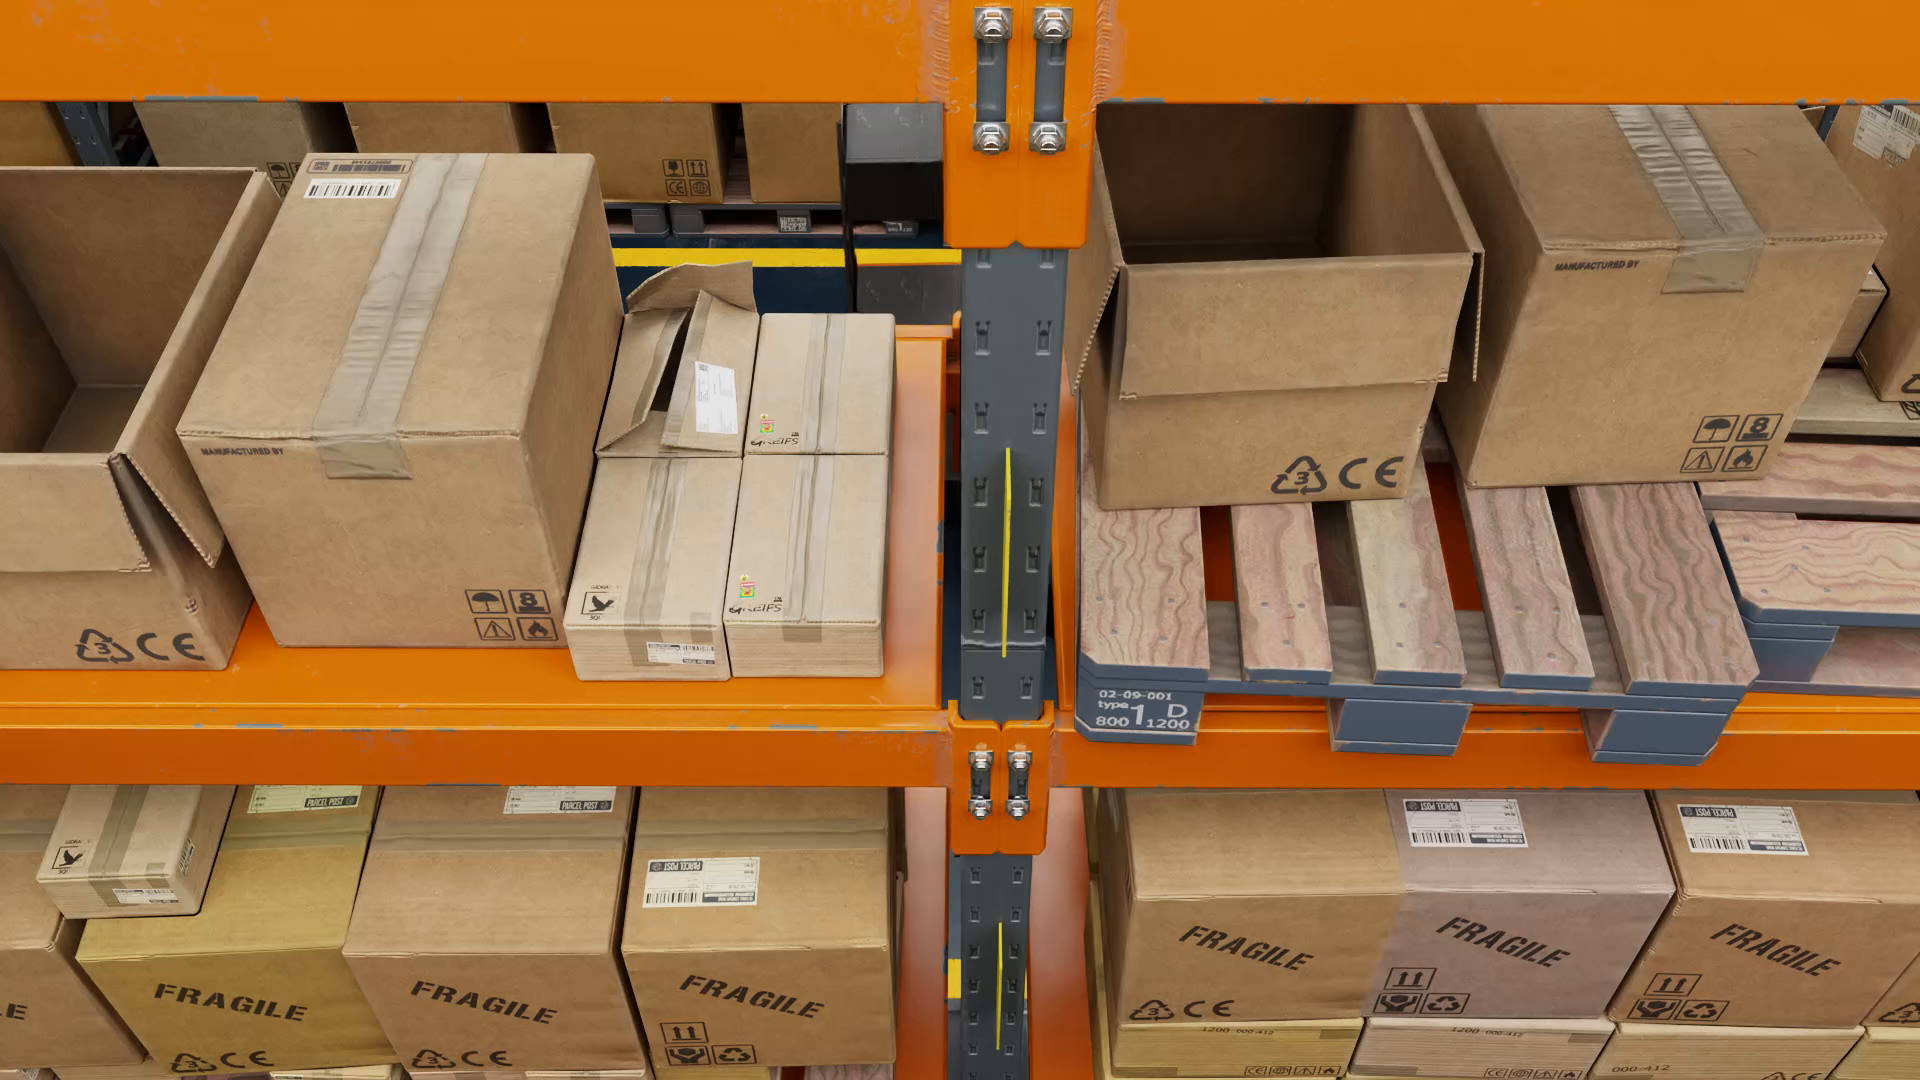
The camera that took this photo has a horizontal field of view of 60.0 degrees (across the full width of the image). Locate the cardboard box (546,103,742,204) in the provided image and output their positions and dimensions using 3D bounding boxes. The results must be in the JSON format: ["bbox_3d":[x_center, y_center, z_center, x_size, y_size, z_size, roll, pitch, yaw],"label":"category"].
[{"bbox_3d":[-1.499,-2.246,8.041,0.750,0.750,1.050,1,47,1],"label":"cardboard box"}]

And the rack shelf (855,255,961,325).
[{"bbox_3d":[-0.132,-0.695,5.981,0.480,0.518,0.431,-1,47,-1],"label":"rack shelf"}]

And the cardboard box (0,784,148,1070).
[{"bbox_3d":[-1.956,0.750,3.445,0.500,0.500,0.500,-2,47,-1],"label":"cardboard box"}]

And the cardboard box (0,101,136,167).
[{"bbox_3d":[-4.644,-2.285,7.992,0.875,0.875,0.875,1,47,1],"label":"cardboard box"}]

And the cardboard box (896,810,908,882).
[{"bbox_3d":[-0.257,0.628,4.001,0.250,0.149,0.380,-2,47,-2],"label":"cardboard box"}]

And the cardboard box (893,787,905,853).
[{"bbox_3d":[-0.382,0.373,3.795,0.500,0.500,0.500,-1,47,-1],"label":"cardboard box"}]

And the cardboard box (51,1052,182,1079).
[{"bbox_3d":[-1.812,0.990,3.664,0.250,0.149,0.380,-1,47,-1],"label":"cardboard box"}]

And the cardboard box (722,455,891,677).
[{"bbox_3d":[-0.249,0.038,2.787,0.250,0.149,0.380,0,47,0],"label":"cardboard box"}]

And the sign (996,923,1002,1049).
[{"bbox_3d":[0.074,0.852,3.171,0.005,0.325,0.100,0,47,0],"label":"sign"}]

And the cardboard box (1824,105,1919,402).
[{"bbox_3d":[1.830,-0.585,2.840,0.500,0.500,0.500,1,47,1],"label":"cardboard box"}]

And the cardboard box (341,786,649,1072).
[{"bbox_3d":[-0.906,0.752,3.442,0.500,0.500,0.500,-1,47,0],"label":"cardboard box"}]

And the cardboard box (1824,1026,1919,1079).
[{"bbox_3d":[2.095,0.909,3.616,0.500,0.250,0.500,1,47,1],"label":"cardboard box"}]

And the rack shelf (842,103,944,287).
[{"bbox_3d":[-0.132,-1.172,5.469,0.480,0.518,0.431,-1,47,-1],"label":"rack shelf"}]

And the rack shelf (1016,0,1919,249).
[{"bbox_3d":[2.067,-0.835,2.144,4.000,0.370,1.077,0,47,0],"label":"rack shelf"}]

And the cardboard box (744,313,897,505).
[{"bbox_3d":[-0.247,-0.240,3.046,0.250,0.149,0.380,0,47,0],"label":"cardboard box"}]

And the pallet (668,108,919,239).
[{"bbox_3d":[-0.804,-1.909,8.382,1.213,0.211,1.003,0,47,0],"label":"pallet"}]

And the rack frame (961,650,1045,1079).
[{"bbox_3d":[0.067,0.822,3.936,0.127,3.000,1.000,0,47,0],"label":"rack frame"}]

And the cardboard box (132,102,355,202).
[{"bbox_3d":[-3.395,-2.253,8.048,0.750,0.750,1.050,0,47,0],"label":"cardboard box"}]

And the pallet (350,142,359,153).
[{"bbox_3d":[-3.244,-1.915,8.389,1.213,0.211,1.003,0,47,0],"label":"pallet"}]

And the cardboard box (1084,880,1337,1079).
[{"bbox_3d":[0.555,1.059,3.818,0.500,0.250,0.500,-1,47,-1],"label":"cardboard box"}]

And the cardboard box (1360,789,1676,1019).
[{"bbox_3d":[1.055,0.622,3.371,0.500,0.500,0.500,0,47,0],"label":"cardboard box"}]

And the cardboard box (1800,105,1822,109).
[{"bbox_3d":[4.300,-2.296,8.295,0.250,0.149,0.380,1,47,1],"label":"cardboard box"}]

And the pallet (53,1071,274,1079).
[{"bbox_3d":[-1.913,0.912,3.983,1.213,0.211,1.003,0,47,0],"label":"pallet"}]

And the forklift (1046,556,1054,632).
[{"bbox_3d":[1.646,-1.037,5.713,3.031,2.935,1.130,-1,47,-1],"label":"forklift"}]

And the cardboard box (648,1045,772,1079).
[{"bbox_3d":[-0.530,0.988,3.666,0.250,0.149,0.380,1,47,1],"label":"cardboard box"}]

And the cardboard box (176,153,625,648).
[{"bbox_3d":[-0.881,-0.244,2.810,0.500,0.500,0.700,0,47,0],"label":"cardboard box"}]

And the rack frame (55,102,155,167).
[{"bbox_3d":[-4.016,-2.812,7.319,0.127,3.000,1.000,0,47,0],"label":"rack frame"}]

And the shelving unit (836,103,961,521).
[{"bbox_3d":[-0.132,-0.704,5.971,0.503,2.100,0.431,-1,47,-1],"label":"shelving unit"}]

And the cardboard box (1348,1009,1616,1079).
[{"bbox_3d":[1.090,0.887,3.636,0.500,0.250,0.500,1,47,1],"label":"cardboard box"}]

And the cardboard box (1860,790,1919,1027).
[{"bbox_3d":[2.077,0.639,3.355,0.500,0.500,0.500,1,47,1],"label":"cardboard box"}]

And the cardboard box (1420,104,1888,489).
[{"bbox_3d":[1.058,-0.513,2.774,0.500,0.500,0.700,-2,47,-2],"label":"cardboard box"}]

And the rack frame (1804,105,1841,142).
[{"bbox_3d":[3.984,-2.791,7.298,0.127,3.000,1.000,0,47,0],"label":"rack frame"}]

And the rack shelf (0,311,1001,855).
[{"bbox_3d":[-1.933,0.040,3.106,4.000,0.370,1.077,0,47,0],"label":"rack shelf"}]

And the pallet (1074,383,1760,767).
[{"bbox_3d":[0.711,-0.173,2.941,1.003,0.211,1.213,2,47,2],"label":"pallet"}]

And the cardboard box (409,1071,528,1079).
[{"bbox_3d":[-1.034,1.014,3.642,0.250,0.149,0.380,-2,47,-2],"label":"cardboard box"}]

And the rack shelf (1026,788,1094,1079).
[{"bbox_3d":[2.067,1.073,4.194,4.000,0.370,1.077,0,47,0],"label":"rack shelf"}]

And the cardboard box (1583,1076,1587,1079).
[{"bbox_3d":[1.594,1.053,3.823,0.500,0.250,0.500,2,47,1],"label":"cardboard box"}]
